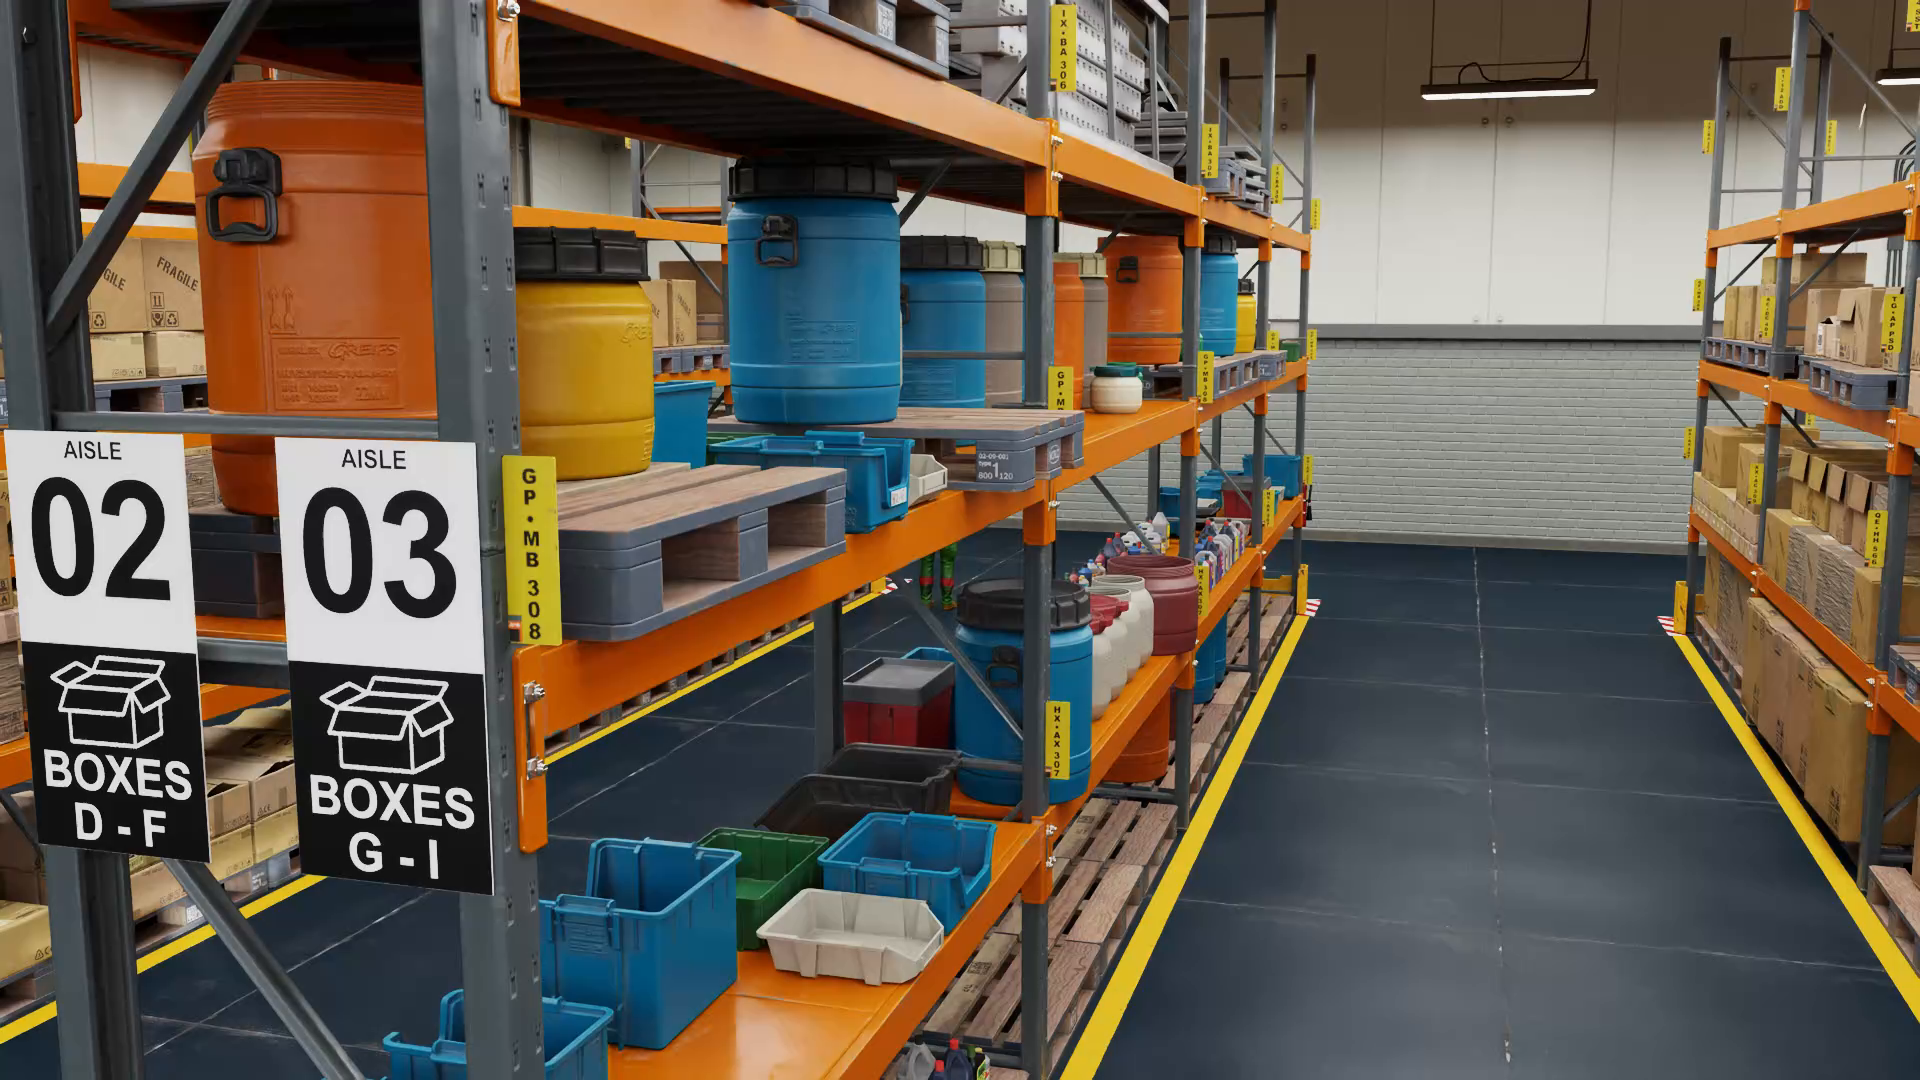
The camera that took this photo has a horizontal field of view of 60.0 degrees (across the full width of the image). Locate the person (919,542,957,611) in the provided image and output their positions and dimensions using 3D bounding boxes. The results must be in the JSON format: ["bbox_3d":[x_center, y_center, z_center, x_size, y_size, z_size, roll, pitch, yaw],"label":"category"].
[{"bbox_3d":[-0.247,-0.124,18.628,0.494,1.783,0.563,2,9,16],"label":"person"}]
